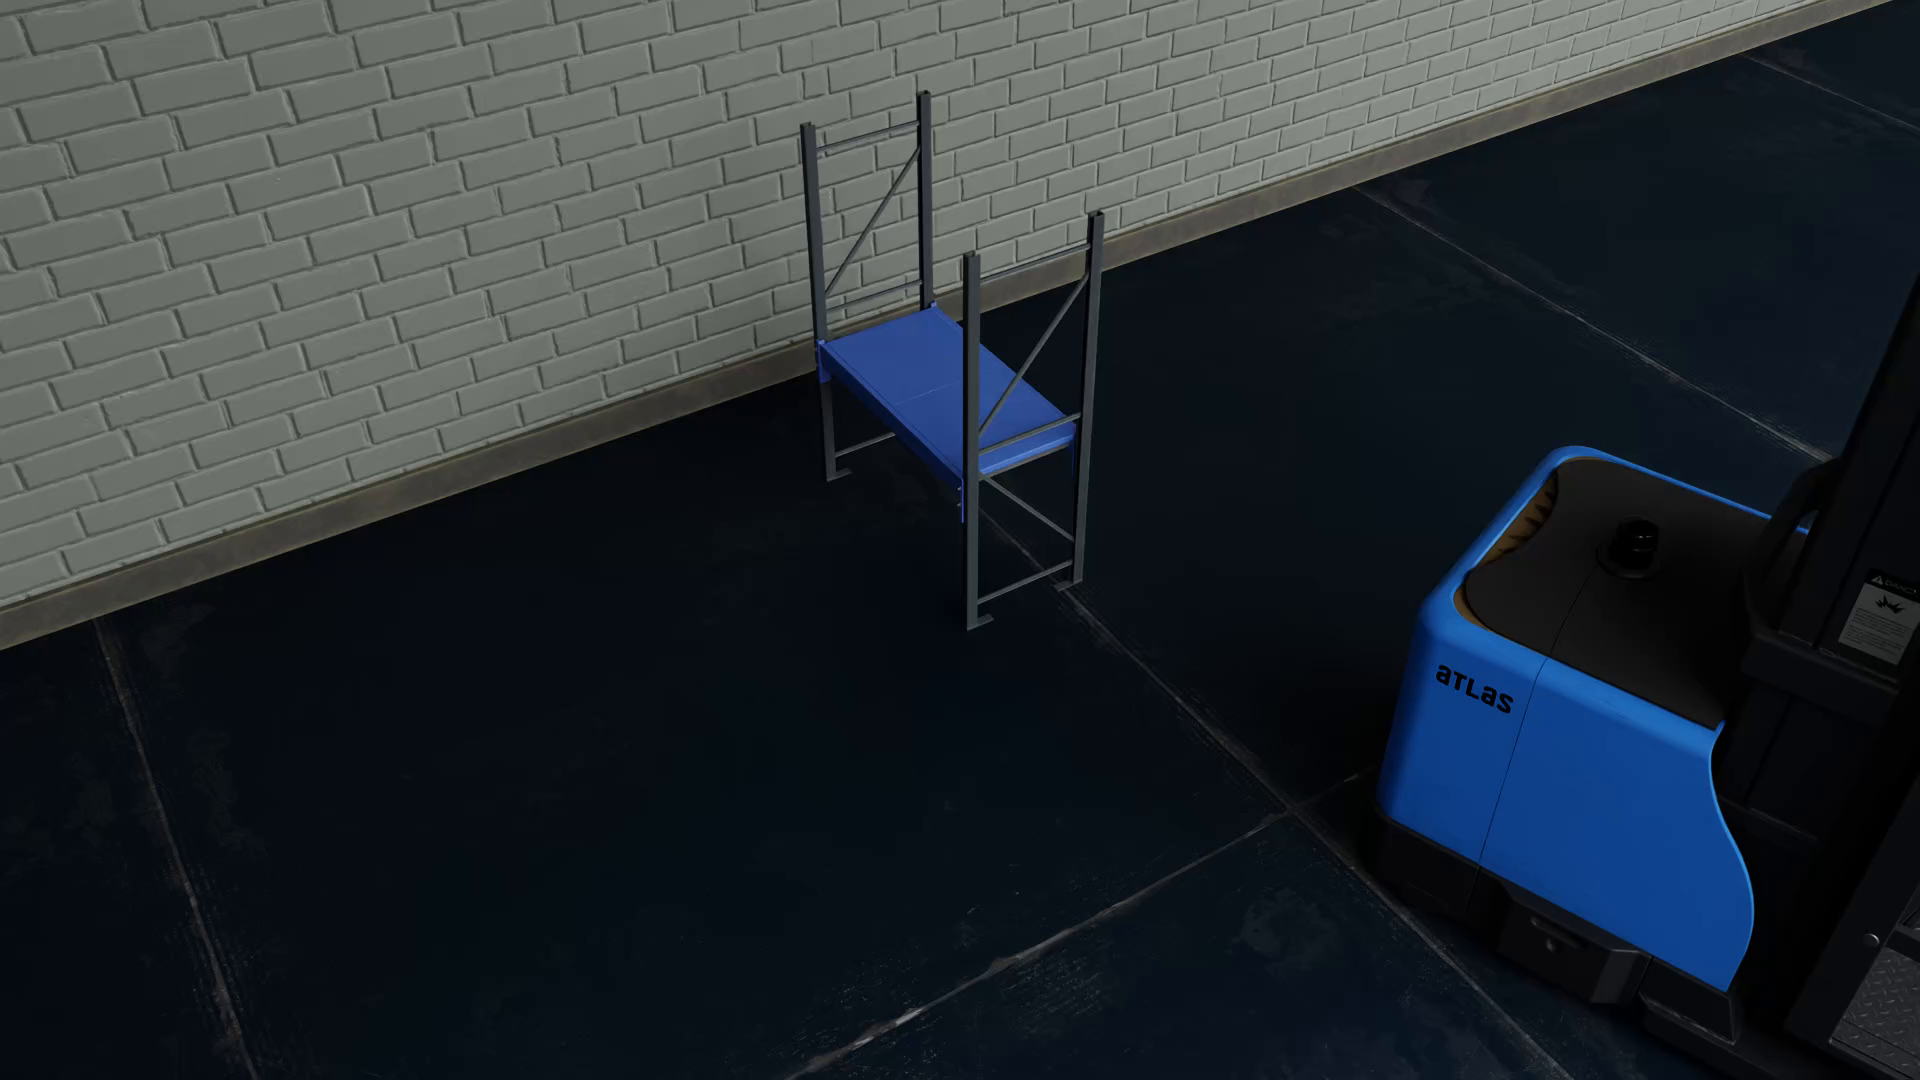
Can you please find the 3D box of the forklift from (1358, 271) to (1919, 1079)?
[{"bbox_3d":[2.672,0.217,3.700,3.031,2.935,1.130,27,47,28],"label":"forklift"}]

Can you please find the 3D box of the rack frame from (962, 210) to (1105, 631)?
[{"bbox_3d":[0.227,-0.348,5.496,0.500,1.500,0.032,-22,45,-24],"label":"rack frame"}]

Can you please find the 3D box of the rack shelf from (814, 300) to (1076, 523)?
[{"bbox_3d":[-0.046,-0.484,5.940,0.538,0.185,1.000,-22,45,-24],"label":"rack shelf"}]

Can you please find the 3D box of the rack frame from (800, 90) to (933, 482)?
[{"bbox_3d":[-0.319,-0.897,6.154,0.500,1.500,0.032,-22,45,-24],"label":"rack frame"}]

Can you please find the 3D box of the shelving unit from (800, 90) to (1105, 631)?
[{"bbox_3d":[-0.046,-0.622,5.825,0.538,1.500,1.048,-22,45,-24],"label":"shelving unit"}]
